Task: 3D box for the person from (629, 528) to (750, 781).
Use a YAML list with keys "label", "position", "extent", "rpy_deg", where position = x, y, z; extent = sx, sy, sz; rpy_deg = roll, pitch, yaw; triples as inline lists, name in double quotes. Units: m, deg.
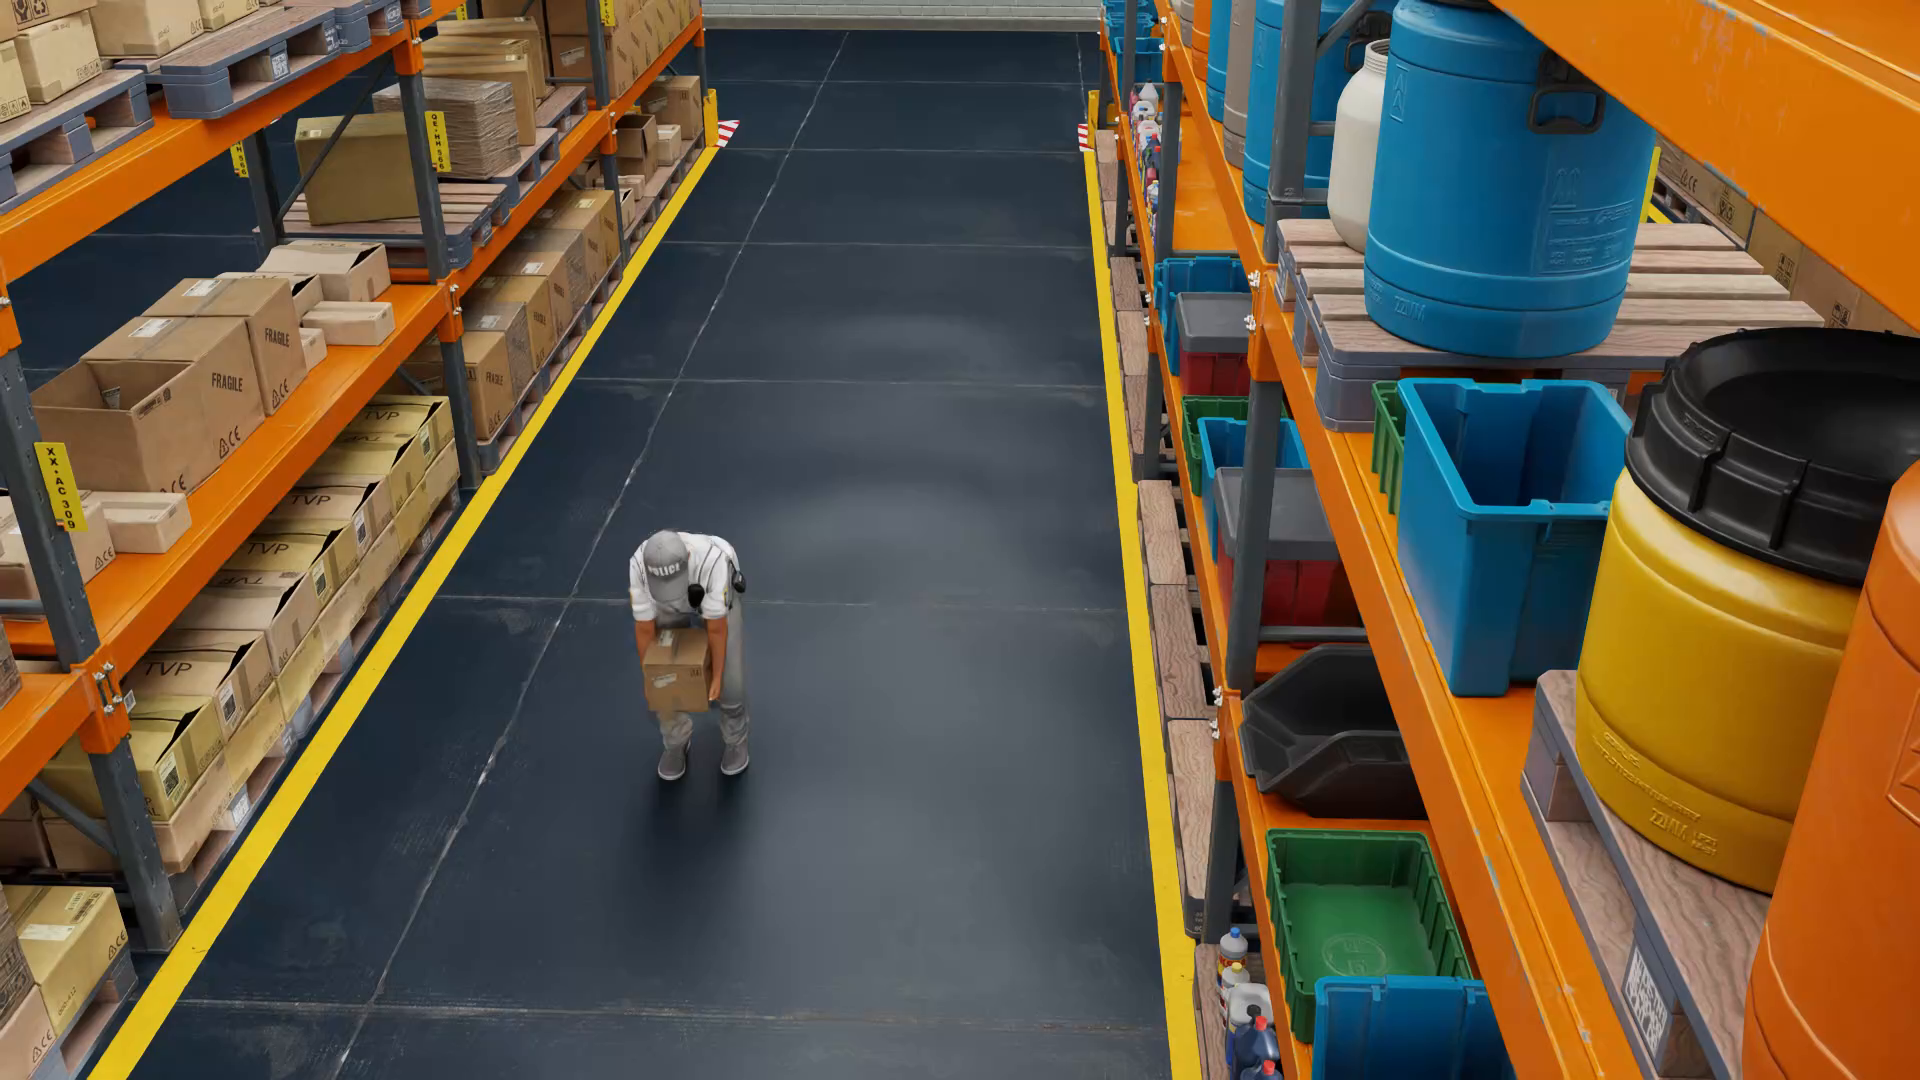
- label: "person"
  position: [-1.157, 0.451, 7.077]
  extent: [0.452, 1.390, 0.848]
  rpy_deg: [0, 28, 1]
